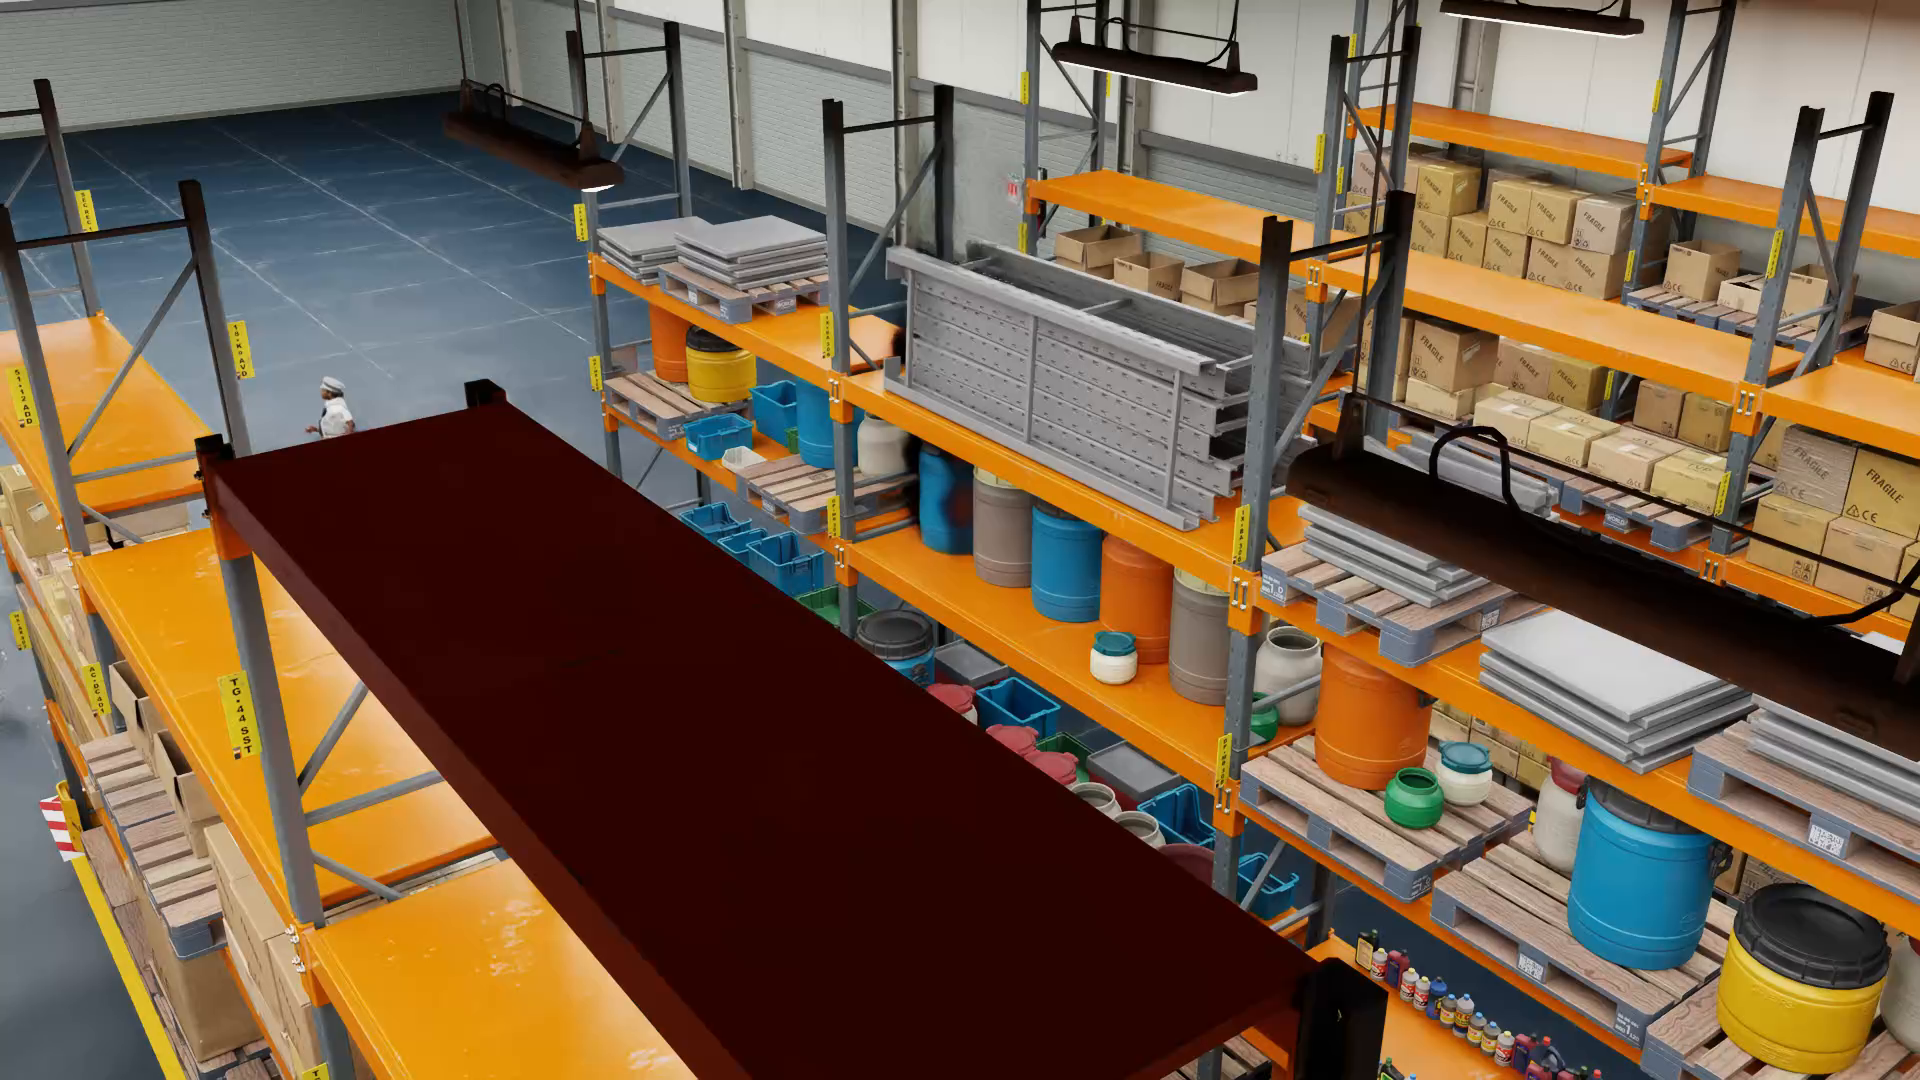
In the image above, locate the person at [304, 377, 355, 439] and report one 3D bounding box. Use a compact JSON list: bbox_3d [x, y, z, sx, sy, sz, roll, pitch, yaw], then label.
[{"bbox_3d":[-7.210,-1.055,19.316,0.734,1.725,0.581,-4,25,-8],"label":"person"}]
